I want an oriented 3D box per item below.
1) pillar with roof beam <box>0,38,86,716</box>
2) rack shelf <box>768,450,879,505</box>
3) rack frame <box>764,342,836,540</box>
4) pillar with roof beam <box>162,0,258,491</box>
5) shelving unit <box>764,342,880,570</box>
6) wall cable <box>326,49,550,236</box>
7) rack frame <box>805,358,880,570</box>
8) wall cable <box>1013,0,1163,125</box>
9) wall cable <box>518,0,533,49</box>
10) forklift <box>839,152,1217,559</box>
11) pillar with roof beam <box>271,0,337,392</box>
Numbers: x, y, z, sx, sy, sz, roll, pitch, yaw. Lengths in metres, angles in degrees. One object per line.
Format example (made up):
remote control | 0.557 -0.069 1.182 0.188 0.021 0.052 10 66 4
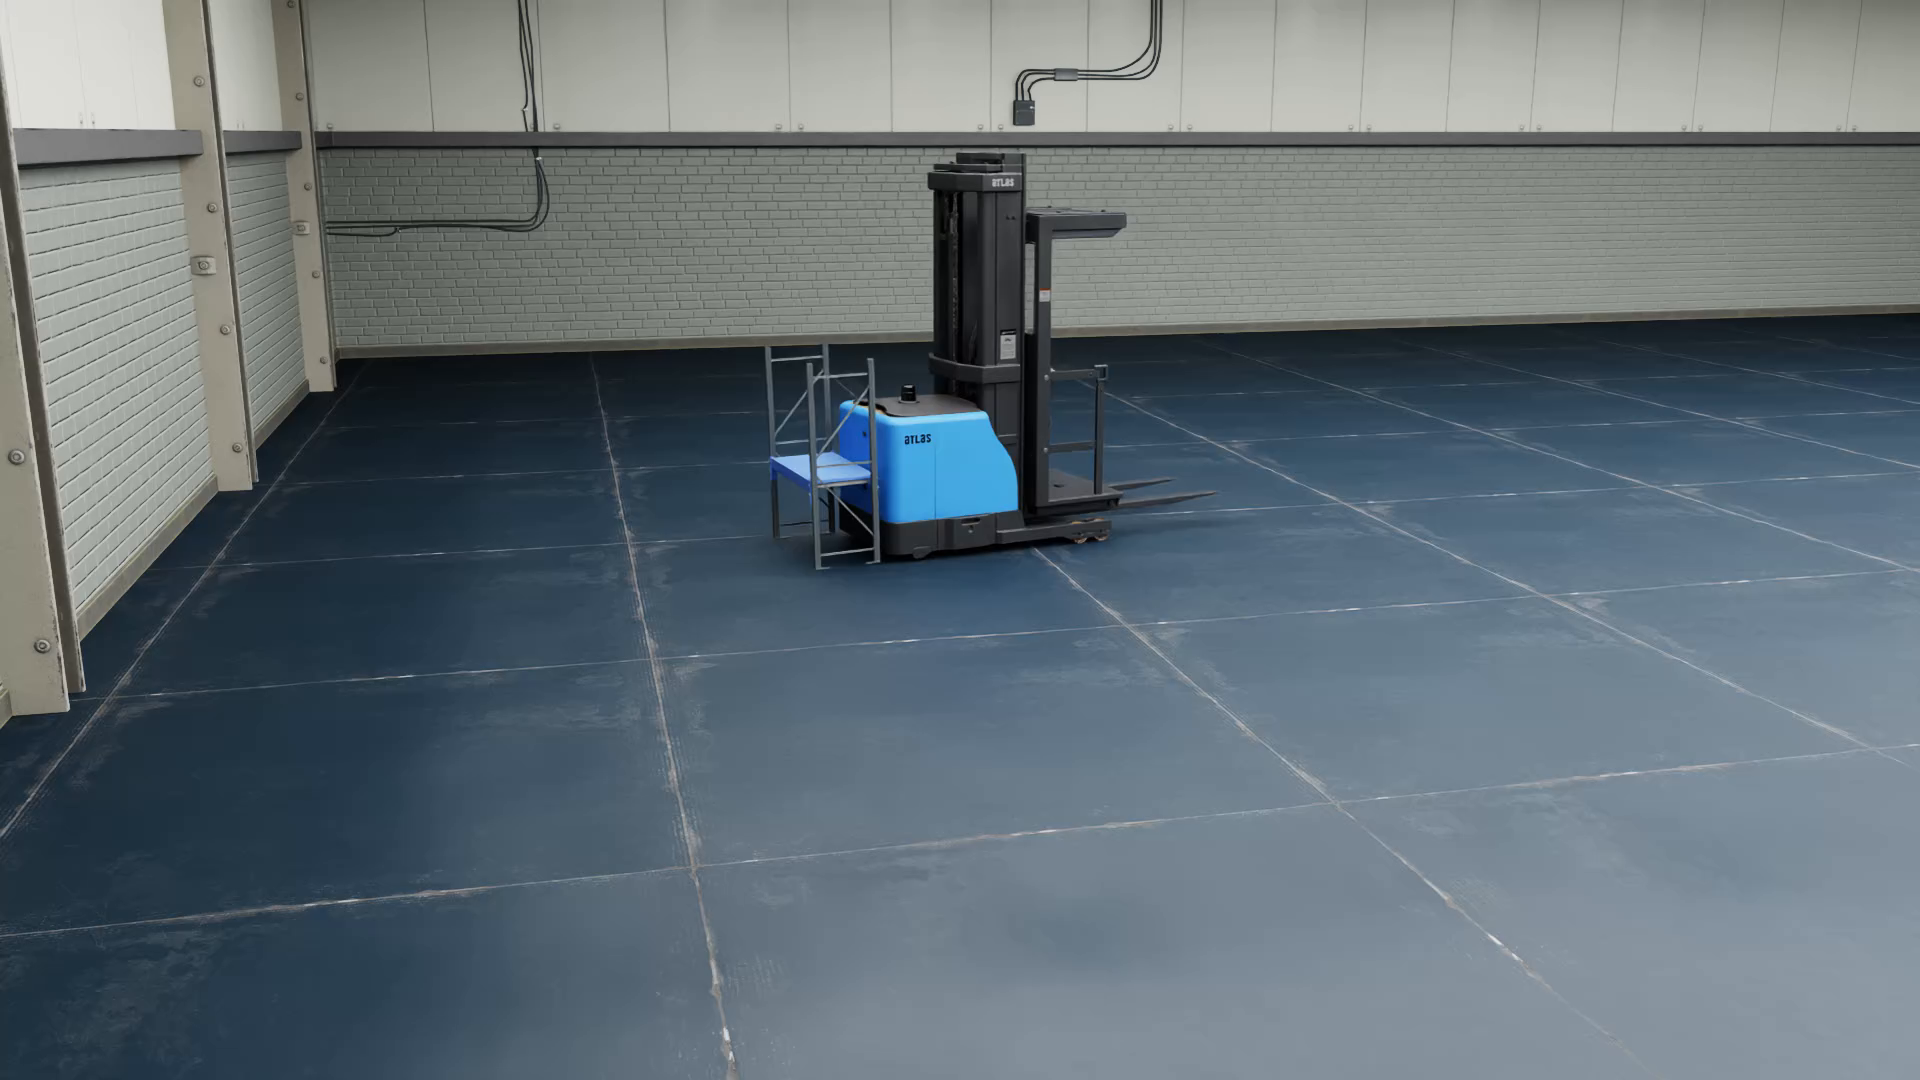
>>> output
pillar with roof beam | -0.891 -3.710 9.154 9.100 9.000 0.400 -3 14 -13
rack shelf | -1.031 -0.476 12.448 0.538 0.185 1.000 -7 15 -22
rack frame | -1.233 -0.761 12.858 0.500 1.500 0.032 -7 15 -22
pillar with roof beam | -2.300 -5.095 14.819 9.100 9.000 0.400 -3 14 -13
shelving unit | -1.034 -0.650 12.404 0.538 1.500 1.048 -7 15 -22
wall cable | -7.300 -5.484 22.955 3.097 2.526 0.112 -3 14 -13
rack frame | -0.836 -0.539 11.949 0.500 1.500 0.032 -7 15 -22
wall cable | 1.932 -9.170 24.333 2.305 6.003 0.169 -3 14 -13
wall cable | -4.670 -8.088 22.972 3.097 2.526 0.112 -3 14 -13
forklift | 0.608 -1.507 12.920 3.031 2.935 1.130 -7 15 -26
pillar with roof beam | -3.709 -6.479 20.485 9.100 9.000 0.400 -3 14 -13
